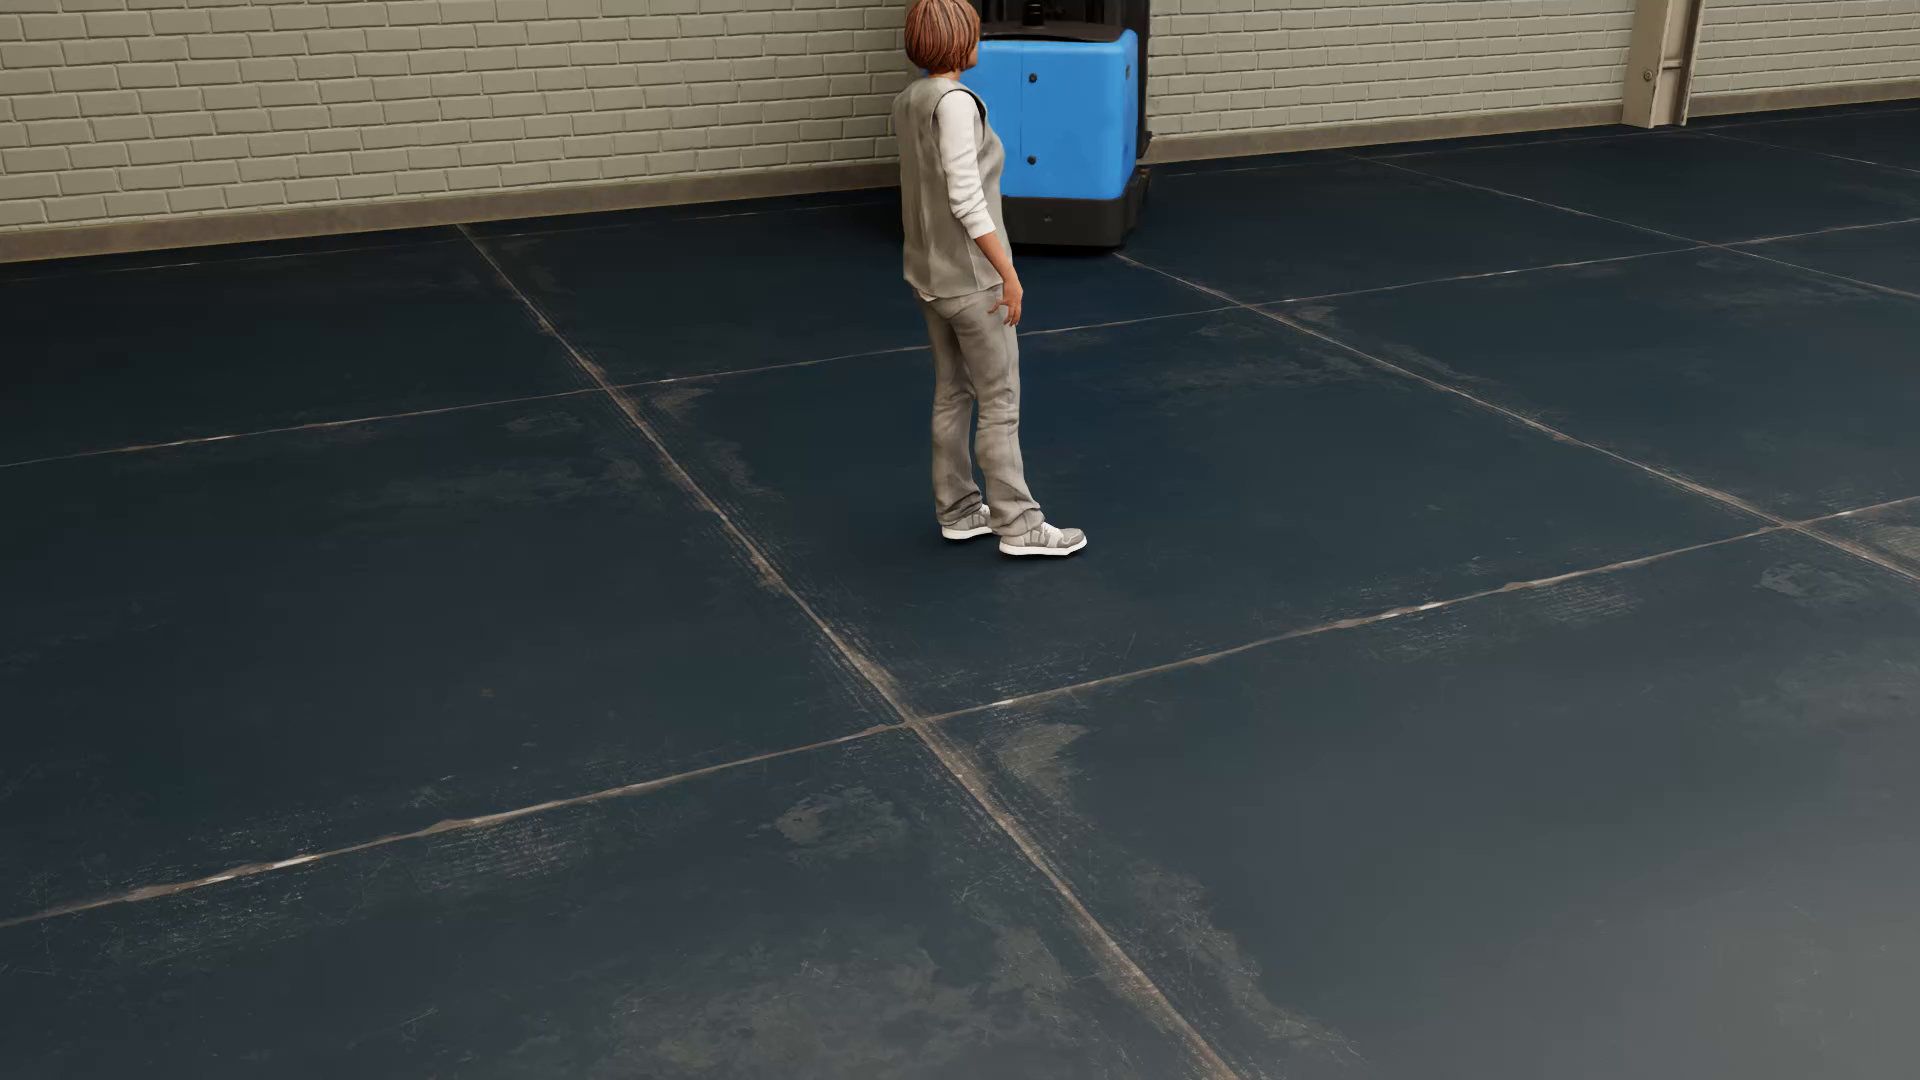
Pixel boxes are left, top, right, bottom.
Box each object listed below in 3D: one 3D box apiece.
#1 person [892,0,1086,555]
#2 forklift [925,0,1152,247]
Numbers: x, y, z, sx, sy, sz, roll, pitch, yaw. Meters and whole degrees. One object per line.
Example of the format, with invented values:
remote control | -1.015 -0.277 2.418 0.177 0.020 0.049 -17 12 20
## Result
person | 0.073 -0.751 4.814 0.475 1.597 0.520 -10 25 -23
forklift | 0.565 -3.395 9.459 1.130 2.935 3.031 4 23 9
